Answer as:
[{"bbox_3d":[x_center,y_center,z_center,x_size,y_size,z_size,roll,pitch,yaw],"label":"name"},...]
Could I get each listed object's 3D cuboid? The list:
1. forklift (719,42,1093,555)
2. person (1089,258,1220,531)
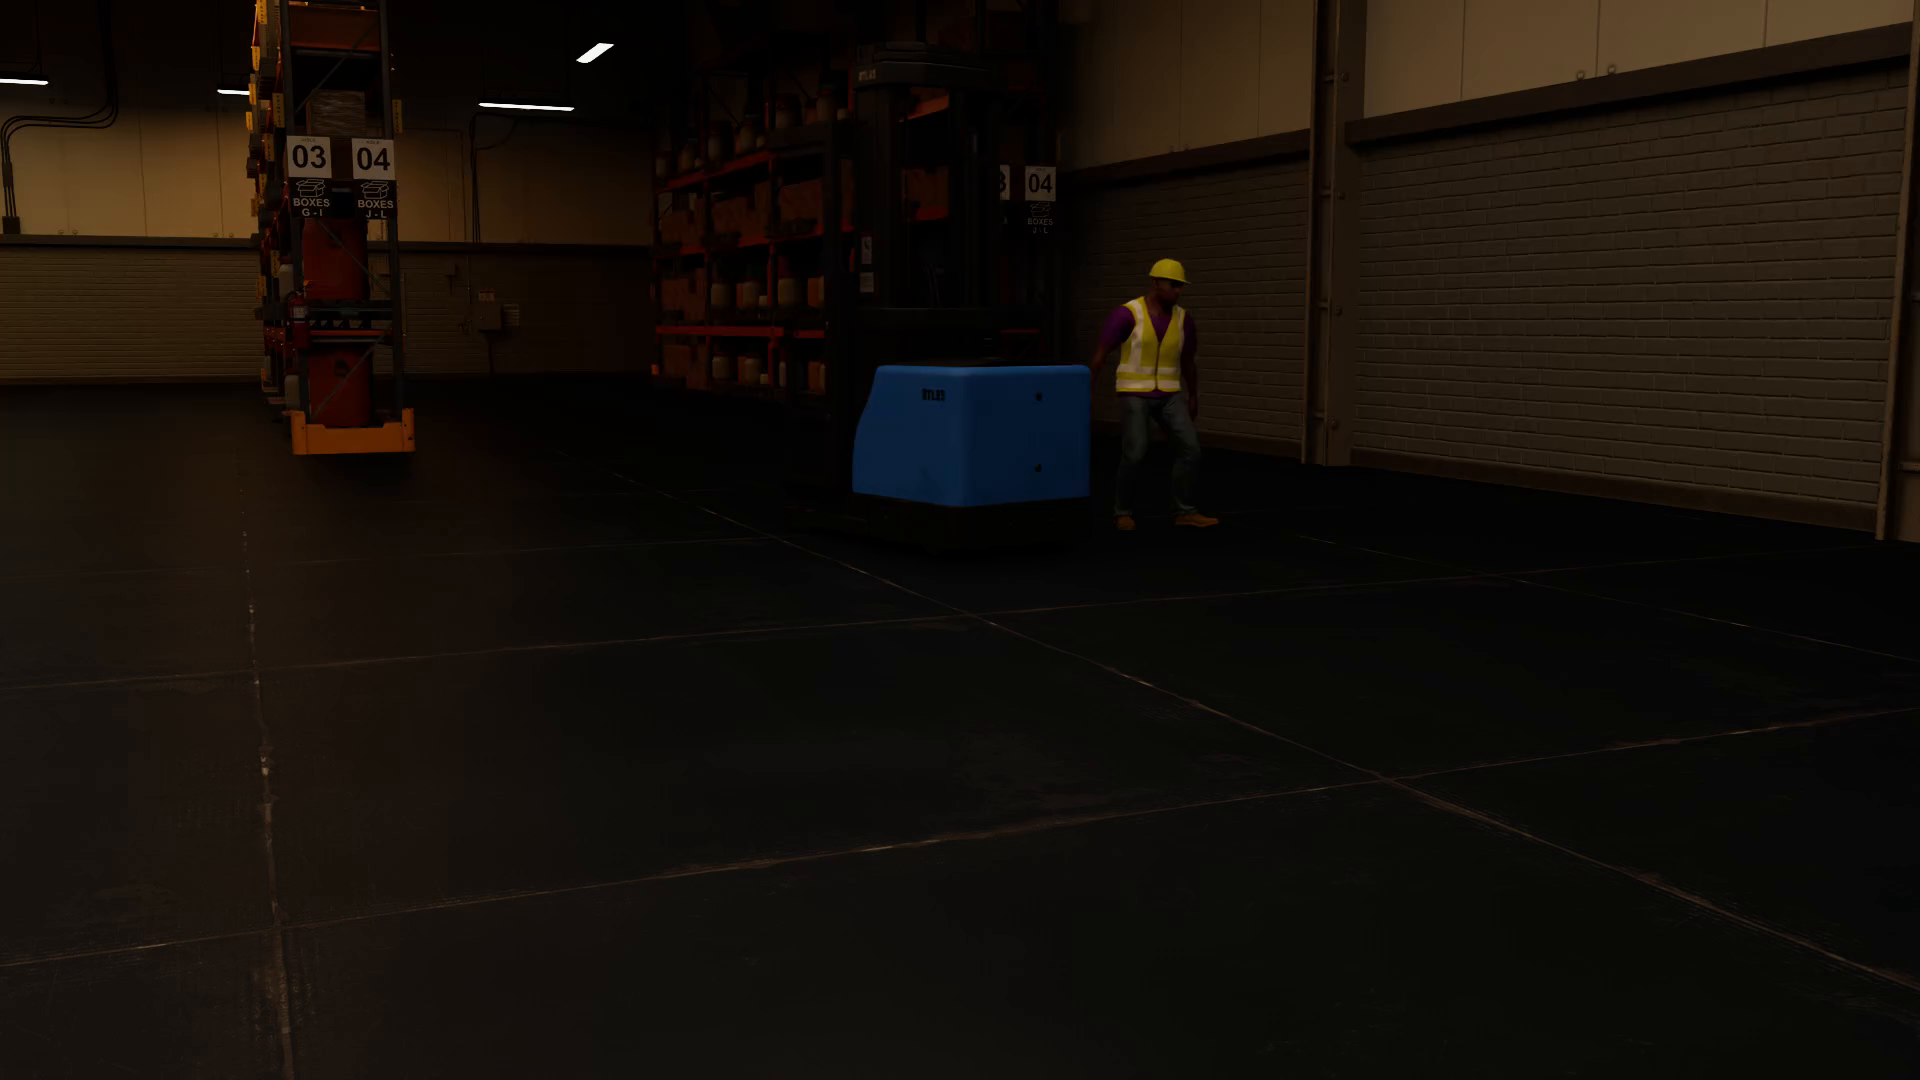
[{"bbox_3d":[-0.508,-1.519,10.459,1.130,2.935,3.031,-6,9,-37],"label":"forklift"},{"bbox_3d":[1.218,-0.919,10.609,0.883,1.733,0.472,-2,8,-14],"label":"person"}]
